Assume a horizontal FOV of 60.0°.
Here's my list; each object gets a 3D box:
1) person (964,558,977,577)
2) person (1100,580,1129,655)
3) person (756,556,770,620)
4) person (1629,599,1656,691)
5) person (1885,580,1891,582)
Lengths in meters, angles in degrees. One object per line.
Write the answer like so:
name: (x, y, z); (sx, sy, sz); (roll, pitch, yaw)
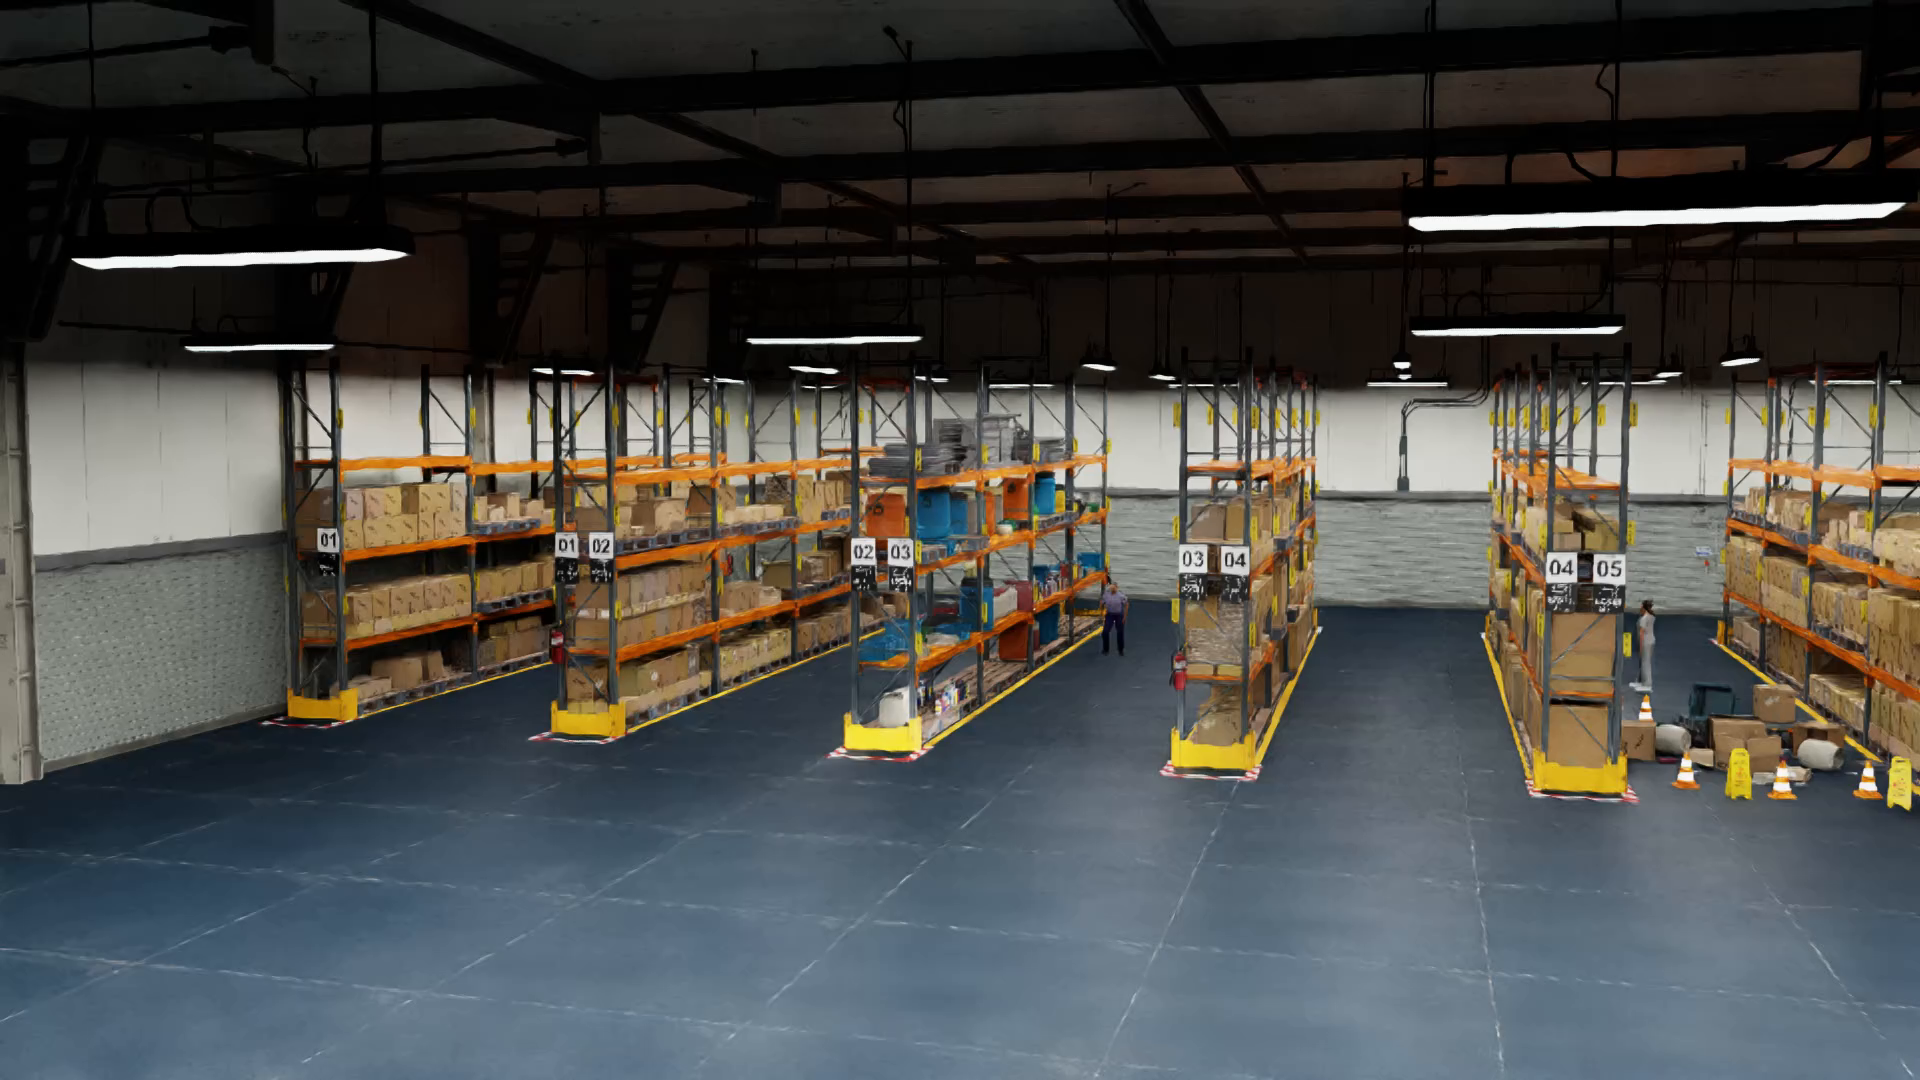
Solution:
person: (0.304, 1.046, 42.862); (0.458, 1.612, 1.019); (1, 4, 14)
person: (3.258, 1.634, 35.152); (0.625, 1.596, 0.510); (1, 4, 13)
person: (-4.776, 1.191, 40.947); (0.592, 1.629, 0.531); (1, 4, 13)
person: (12.530, 1.913, 30.519); (0.482, 1.674, 0.486); (4, 6, 45)
person: (19.407, 1.621, 34.723); (0.559, 1.651, 0.682); (2, 5, 25)
